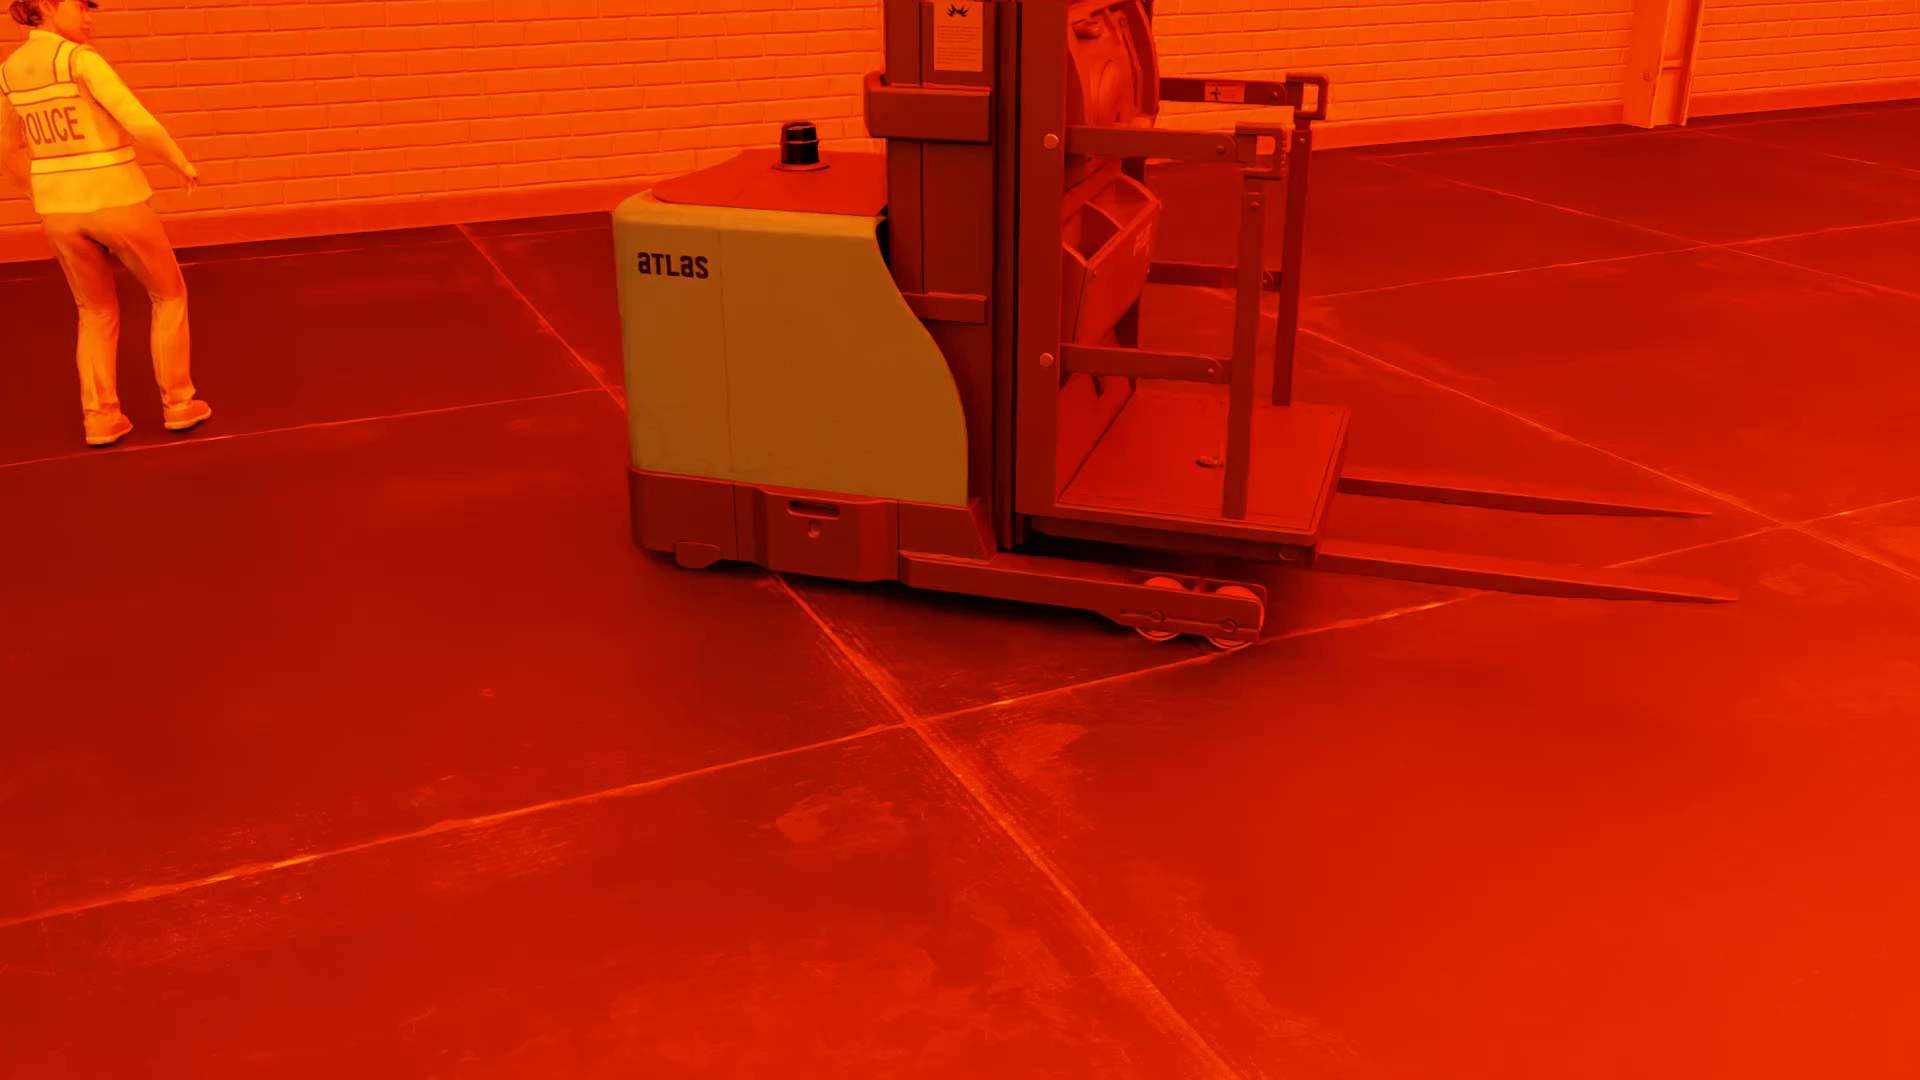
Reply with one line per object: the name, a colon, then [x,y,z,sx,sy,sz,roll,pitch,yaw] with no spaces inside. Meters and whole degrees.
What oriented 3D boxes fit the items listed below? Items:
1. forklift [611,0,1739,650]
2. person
forklift: [0.601,-1.290,4.391,3.031,2.935,1.130,7,23,16]
person: [-2.991,-1.142,5.762,0.712,1.632,0.482,2,23,5]
